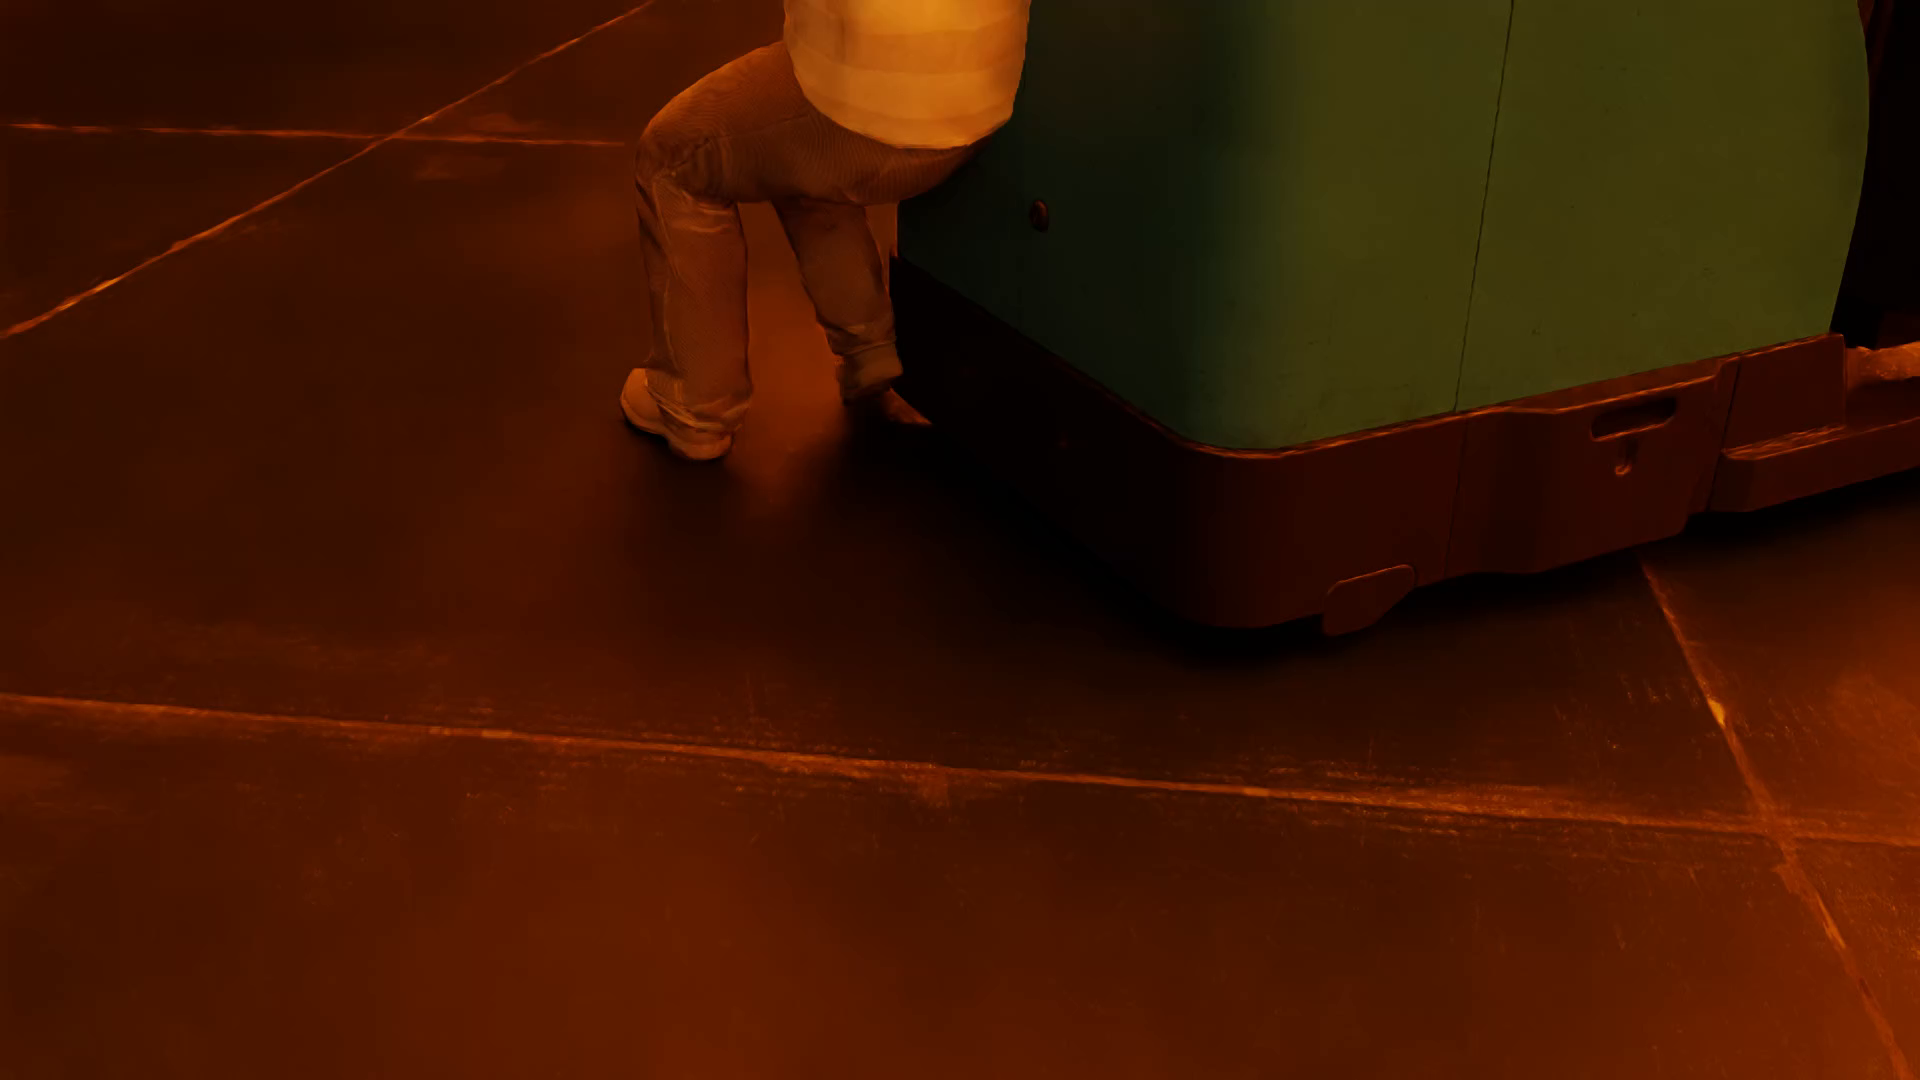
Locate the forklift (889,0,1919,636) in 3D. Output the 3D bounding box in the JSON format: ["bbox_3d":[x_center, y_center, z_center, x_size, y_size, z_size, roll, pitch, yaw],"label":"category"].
[{"bbox_3d":[1.437,-1.625,2.475,3.031,2.935,1.130,-12,29,-23],"label":"forklift"}]

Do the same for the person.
[{"bbox_3d":[-0.238,-0.811,2.411,0.862,1.539,0.966,16,31,29],"label":"person"}]
